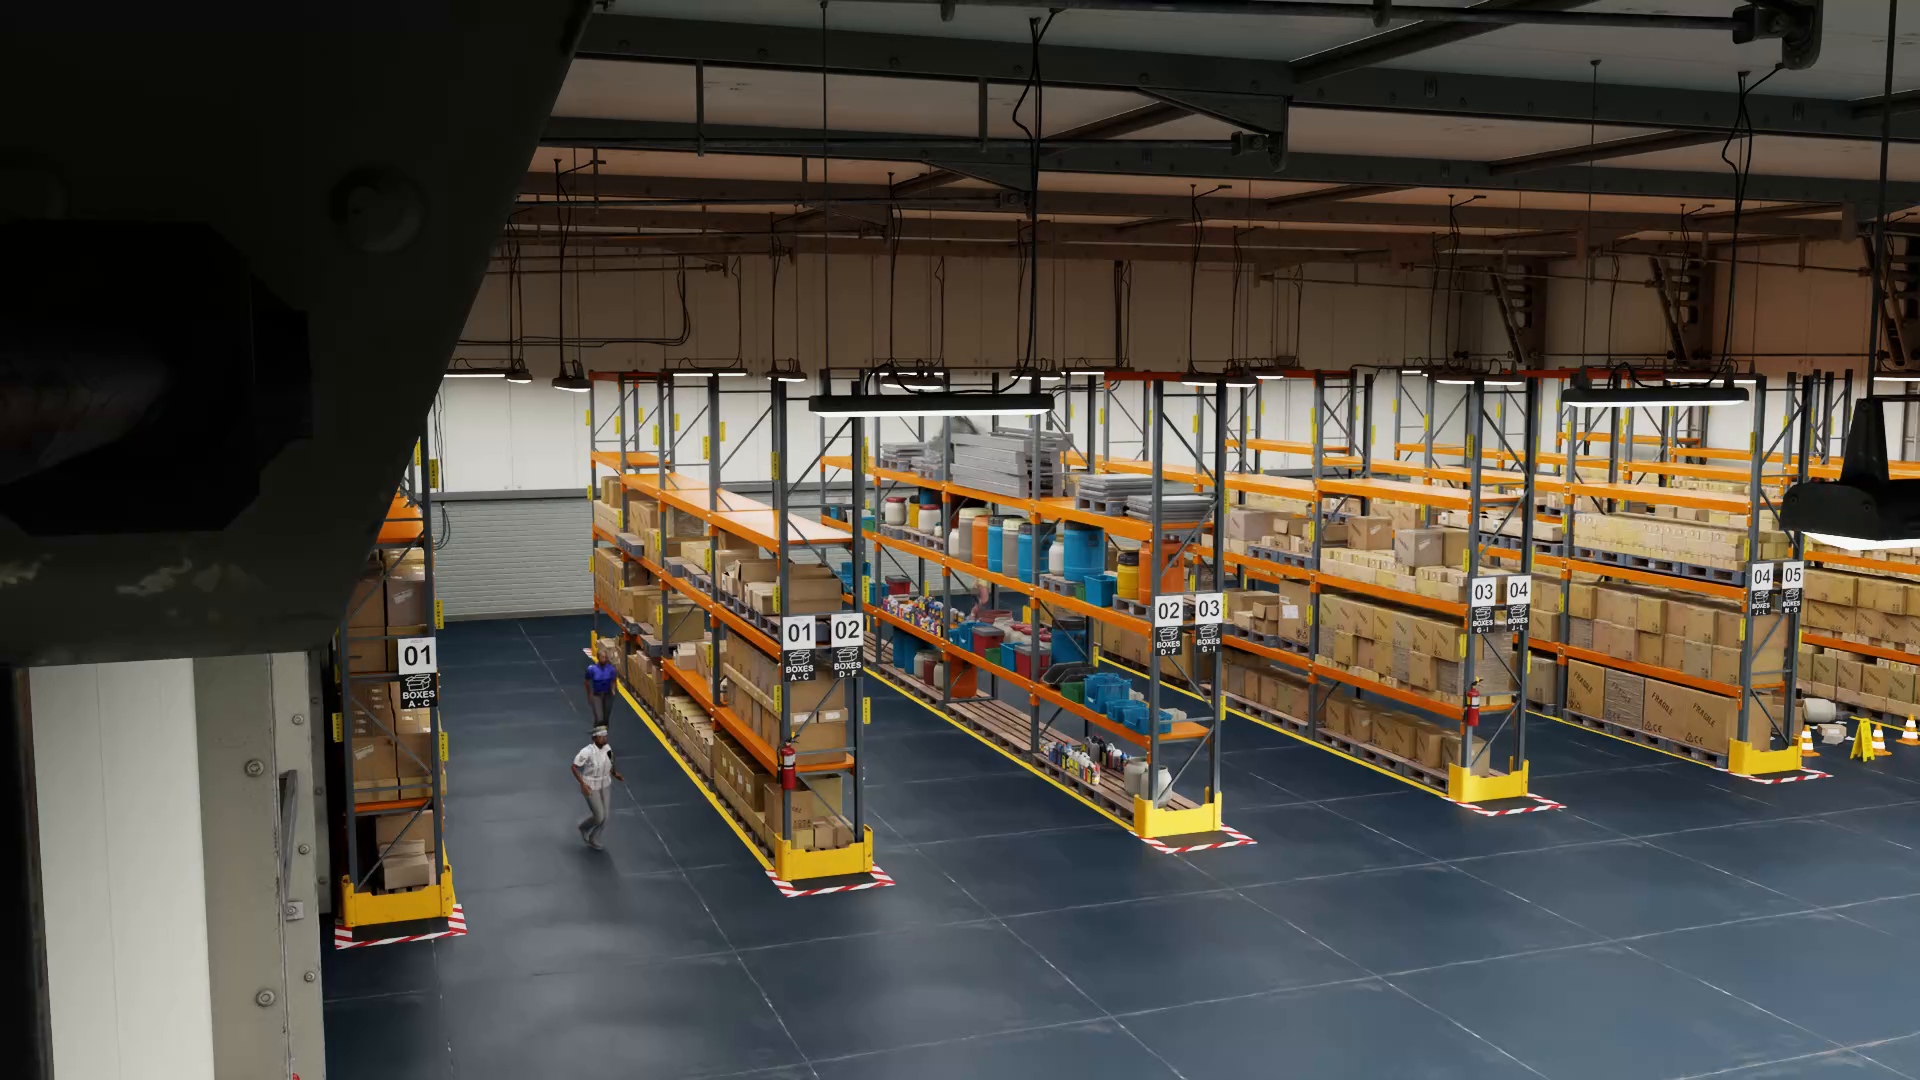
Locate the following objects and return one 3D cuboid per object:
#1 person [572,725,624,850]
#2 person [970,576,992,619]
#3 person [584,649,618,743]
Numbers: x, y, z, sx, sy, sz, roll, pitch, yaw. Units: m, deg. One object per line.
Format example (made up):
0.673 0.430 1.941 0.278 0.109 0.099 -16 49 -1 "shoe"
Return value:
-4.630 3.157 21.231 0.641 1.638 0.582 5 8 40 "person"
0.519 1.111 39.665 0.509 1.656 0.618 2 7 20 "person"
-5.724 2.573 26.583 0.489 1.666 0.799 -4 7 -29 "person"
